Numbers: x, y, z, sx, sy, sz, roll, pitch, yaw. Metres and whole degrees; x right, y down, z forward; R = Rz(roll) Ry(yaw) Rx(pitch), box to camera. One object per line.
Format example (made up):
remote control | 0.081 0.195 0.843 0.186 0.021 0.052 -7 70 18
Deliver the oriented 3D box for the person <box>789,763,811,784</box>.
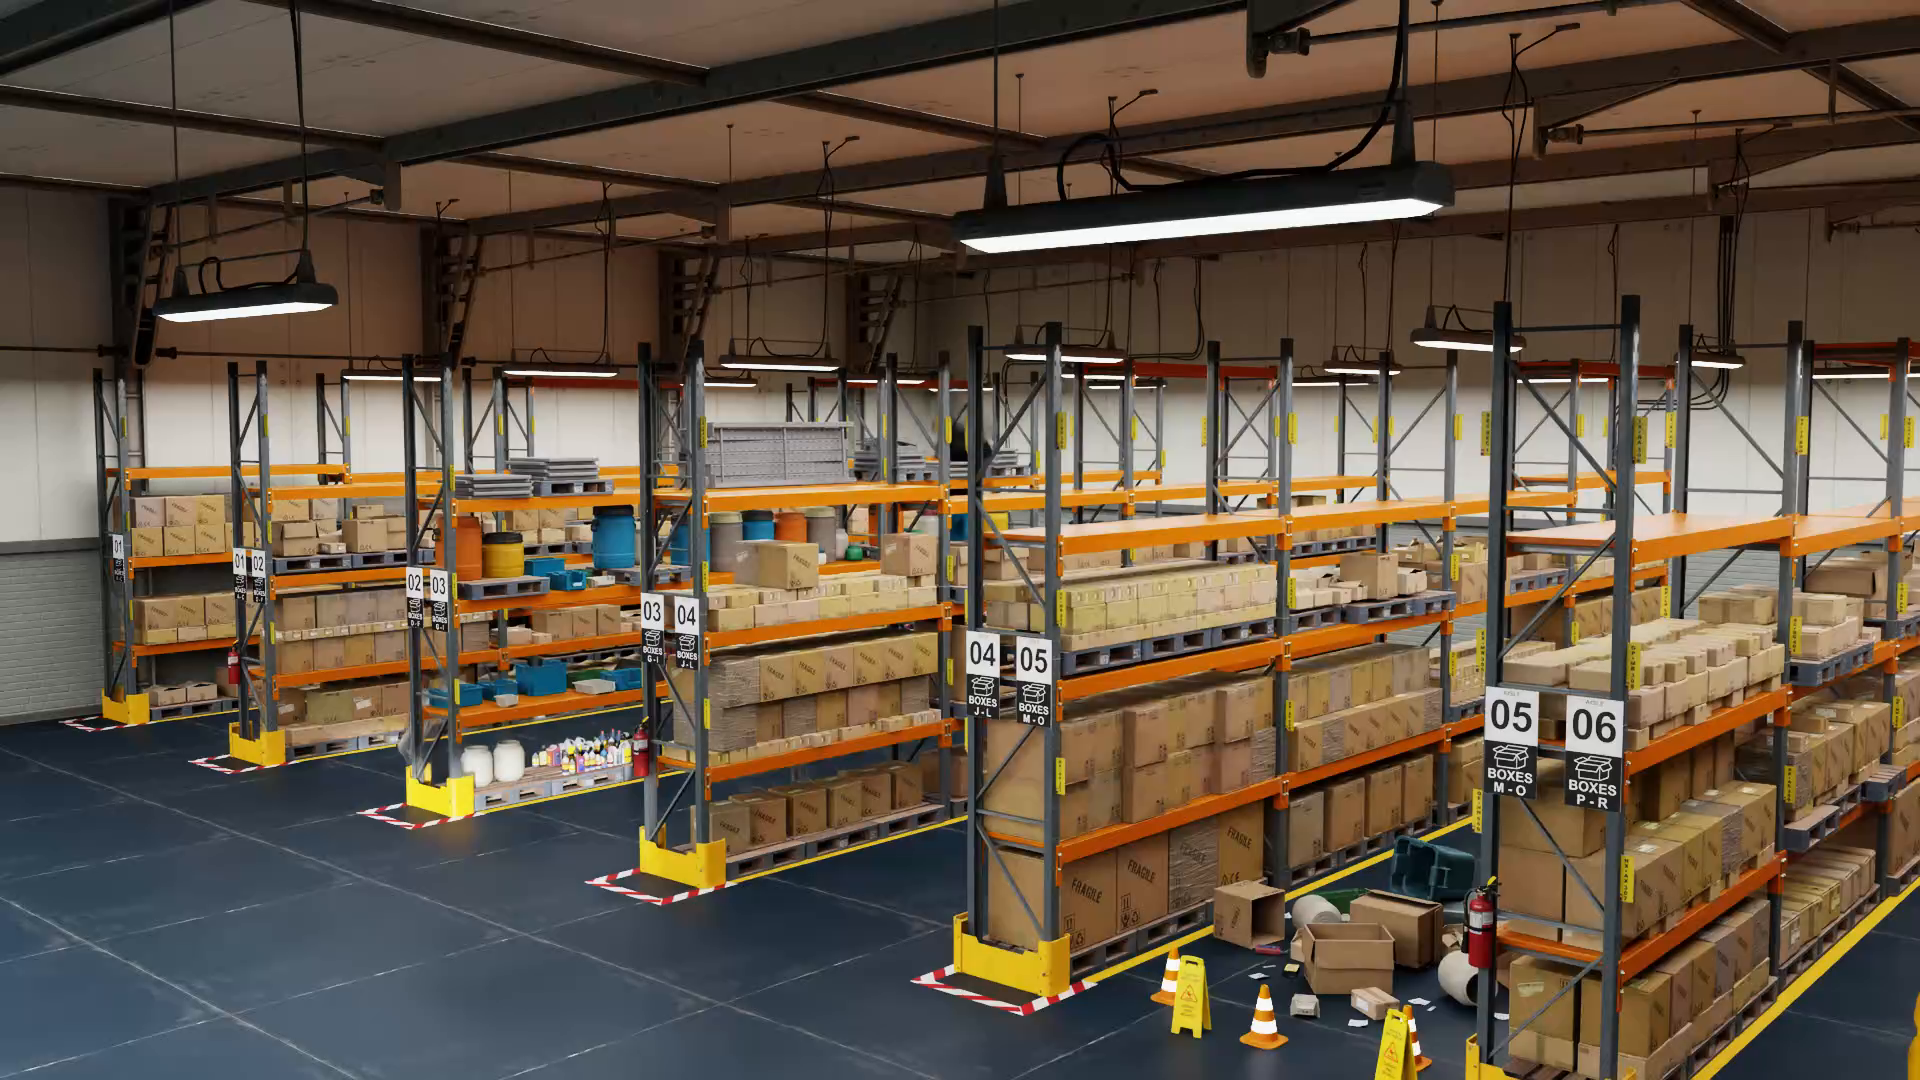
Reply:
person | -2.266 2.653 22.814 0.590 1.740 0.726 3 5 33

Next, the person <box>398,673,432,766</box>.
person | -7.680 2.670 23.510 0.536 1.529 0.533 -4 6 -44
